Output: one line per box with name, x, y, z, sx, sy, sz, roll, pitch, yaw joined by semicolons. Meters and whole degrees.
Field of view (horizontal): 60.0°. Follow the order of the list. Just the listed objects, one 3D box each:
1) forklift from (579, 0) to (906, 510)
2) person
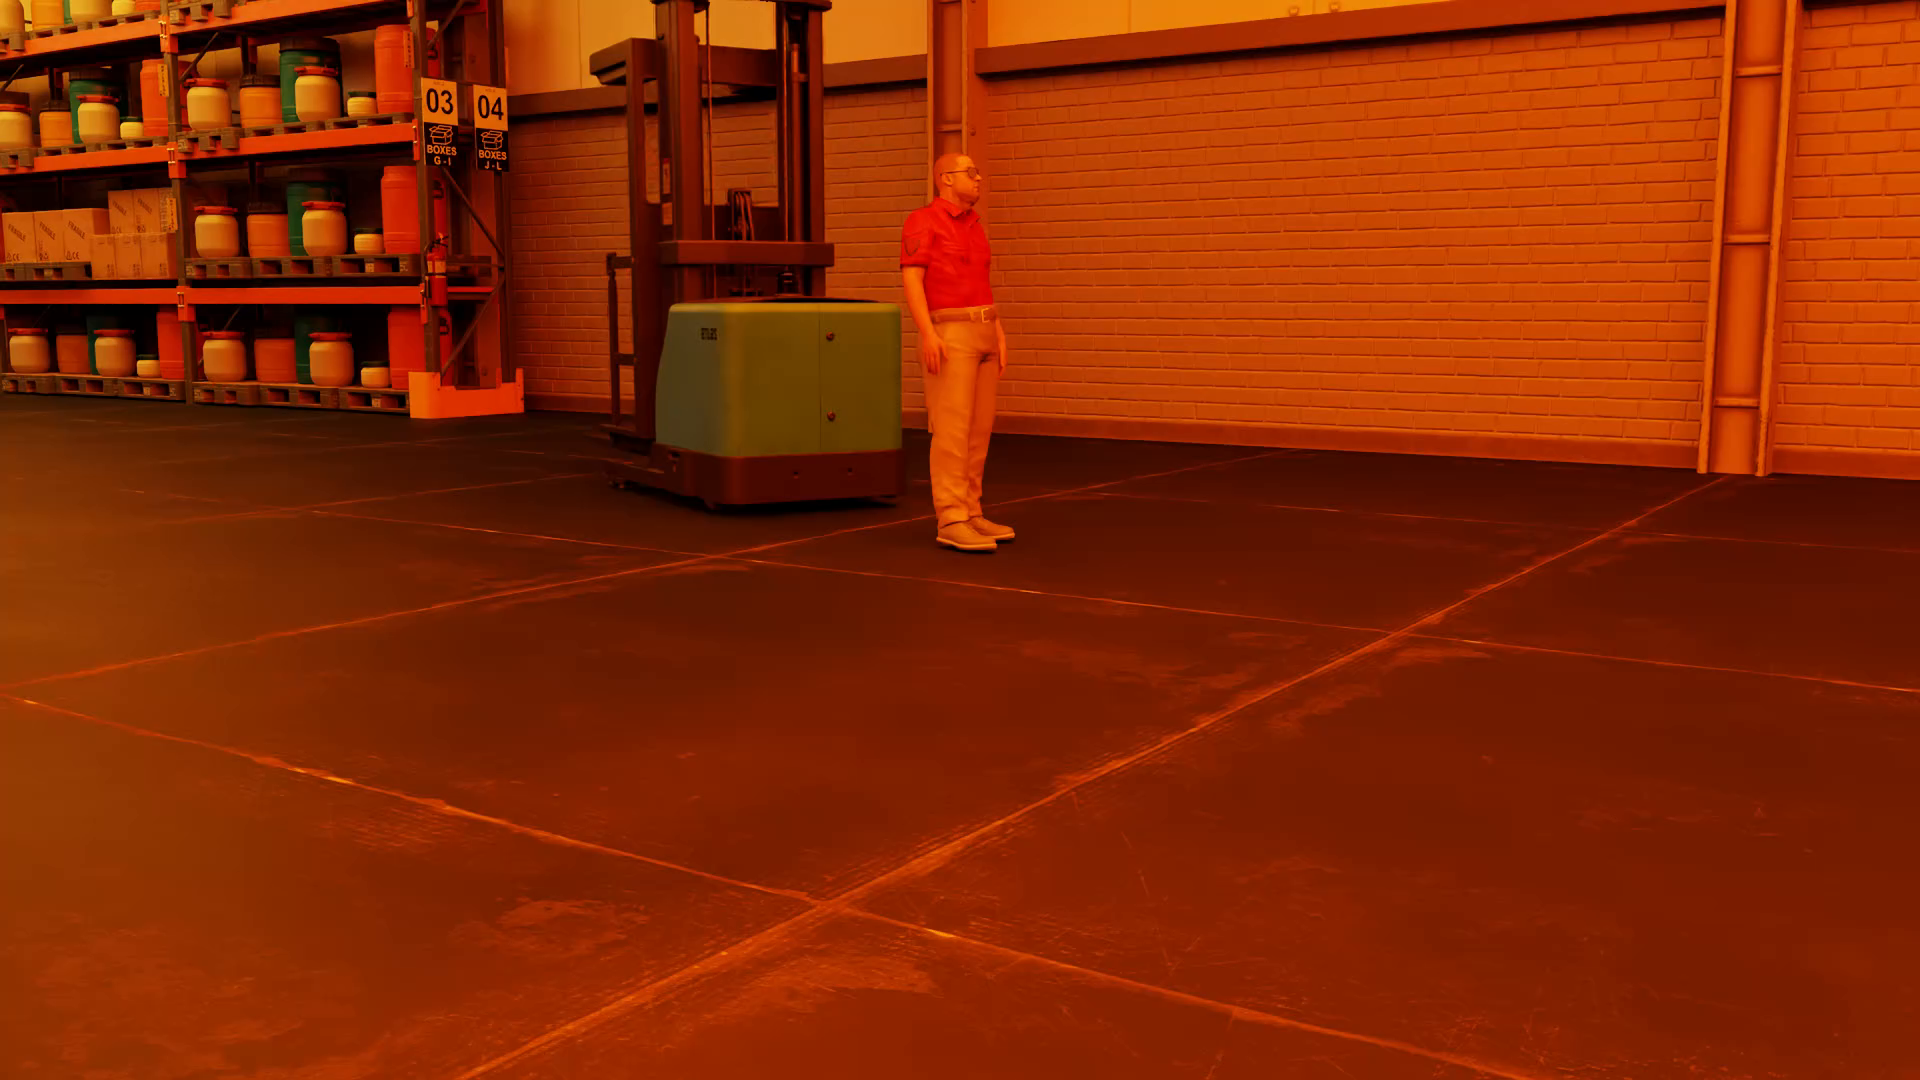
forklift;-1.461;-1.772;9.653;1.130;2.935;3.031;-5;9;-30
person;0.068;-0.855;7.422;0.550;1.727;0.641;5;10;34
